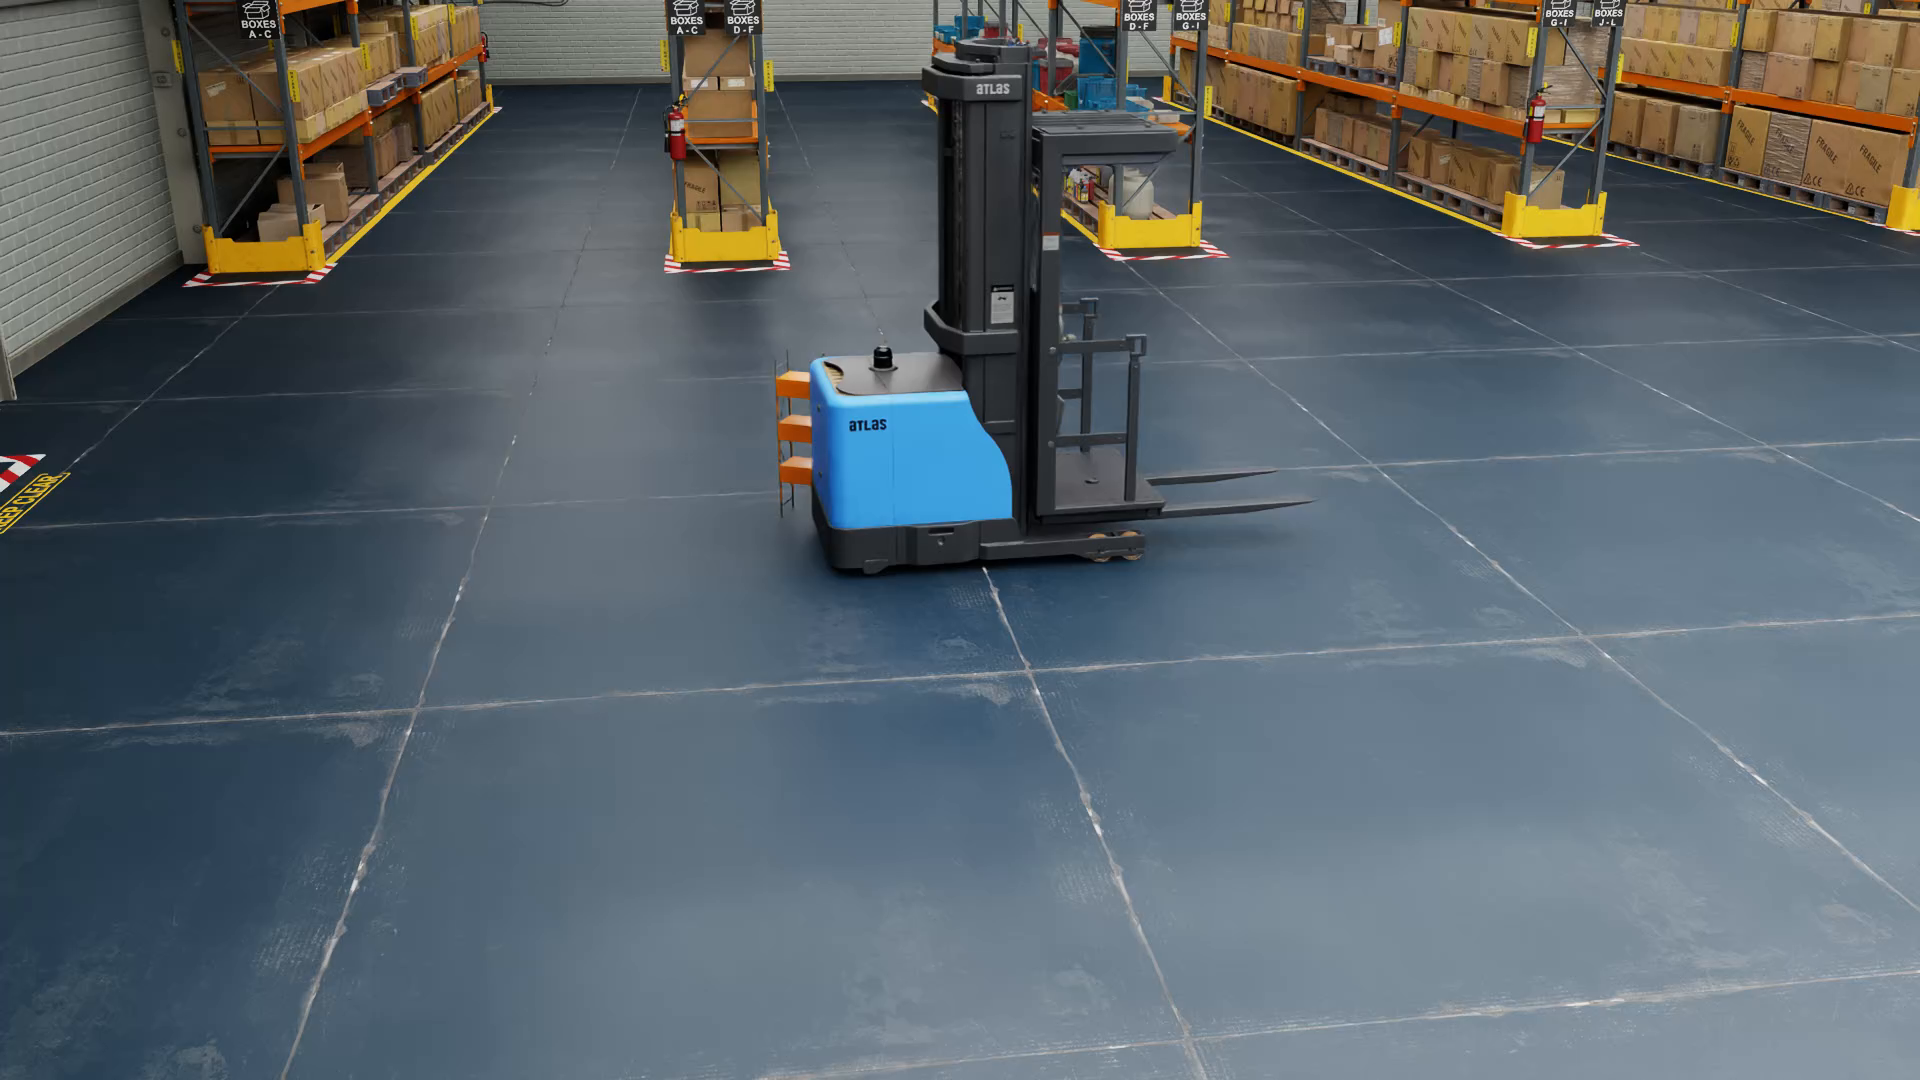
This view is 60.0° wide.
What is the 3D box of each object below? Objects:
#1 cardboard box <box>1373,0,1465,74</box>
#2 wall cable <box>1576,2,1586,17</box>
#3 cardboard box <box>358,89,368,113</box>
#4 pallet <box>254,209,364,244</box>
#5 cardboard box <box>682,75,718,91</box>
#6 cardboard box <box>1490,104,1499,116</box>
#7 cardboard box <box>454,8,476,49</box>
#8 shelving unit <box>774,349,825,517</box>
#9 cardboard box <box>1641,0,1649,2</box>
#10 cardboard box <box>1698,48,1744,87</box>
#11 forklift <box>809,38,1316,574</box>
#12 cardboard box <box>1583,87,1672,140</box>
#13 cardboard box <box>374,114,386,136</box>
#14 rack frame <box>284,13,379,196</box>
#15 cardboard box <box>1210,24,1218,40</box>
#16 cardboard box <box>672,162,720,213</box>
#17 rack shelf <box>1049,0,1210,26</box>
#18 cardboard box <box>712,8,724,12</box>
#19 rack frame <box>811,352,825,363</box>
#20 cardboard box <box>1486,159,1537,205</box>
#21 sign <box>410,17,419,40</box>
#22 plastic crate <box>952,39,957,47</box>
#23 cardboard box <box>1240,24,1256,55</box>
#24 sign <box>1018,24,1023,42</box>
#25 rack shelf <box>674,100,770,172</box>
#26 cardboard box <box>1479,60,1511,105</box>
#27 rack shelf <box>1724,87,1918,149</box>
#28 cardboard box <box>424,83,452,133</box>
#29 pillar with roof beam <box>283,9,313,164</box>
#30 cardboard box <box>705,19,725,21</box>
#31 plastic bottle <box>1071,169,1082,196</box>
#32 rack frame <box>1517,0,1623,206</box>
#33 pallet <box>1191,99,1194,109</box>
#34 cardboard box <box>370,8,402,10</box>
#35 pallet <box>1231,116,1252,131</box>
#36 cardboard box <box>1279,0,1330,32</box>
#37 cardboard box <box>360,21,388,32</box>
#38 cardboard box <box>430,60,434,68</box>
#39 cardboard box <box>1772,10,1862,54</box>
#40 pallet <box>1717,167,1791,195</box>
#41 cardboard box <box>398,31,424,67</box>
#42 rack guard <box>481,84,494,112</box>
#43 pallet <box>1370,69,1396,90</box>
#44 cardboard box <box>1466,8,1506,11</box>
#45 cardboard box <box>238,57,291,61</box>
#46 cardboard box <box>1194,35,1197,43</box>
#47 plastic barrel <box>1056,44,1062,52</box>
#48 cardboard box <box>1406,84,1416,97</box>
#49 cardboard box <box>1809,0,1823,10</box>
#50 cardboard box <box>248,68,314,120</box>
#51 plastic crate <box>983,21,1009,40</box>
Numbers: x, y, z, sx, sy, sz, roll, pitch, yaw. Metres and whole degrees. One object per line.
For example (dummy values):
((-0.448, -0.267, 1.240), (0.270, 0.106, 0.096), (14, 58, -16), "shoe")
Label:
((6.616, -7.230, 23.830), (1.000, 1.000, 1.000), (-3, 21, -7), "cardboard box")
((15.235, -13.627, 40.963), (0.588, 1.984, 0.122), (-3, 21, -8), "wall cable")
((-7.744, -5.511, 20.871), (0.500, 0.250, 0.500), (-3, 21, -8), "cardboard box")
((-7.802, -3.760, 19.983), (1.003, 0.211, 1.213), (-3, 21, -8), "pallet")
((-2.878, -5.060, 18.408), (0.380, 0.149, 0.250), (-3, 21, -9), "cardboard box")
((6.780, -5.314, 20.515), (0.380, 0.149, 0.250), (-3, 21, -8), "cardboard box")
((-9.643, -9.589, 31.173), (0.980, 0.700, 0.700), (-3, 21, -8), "cardboard box")
((-0.994, -0.657, 10.475), (0.252, 1.050, 0.215), (7, 22, 17), "shelving unit")
((14.538, -11.281, 34.561), (0.500, 0.500, 0.500), (-3, 21, -9), "cardboard box")
((11.175, -6.899, 24.259), (0.500, 0.500, 0.500), (-3, 21, -8), "cardboard box")
((0.643, -1.418, 9.824), (3.031, 2.935, 1.130), (-4, 21, -11), "forklift")
((10.937, -6.998, 27.280), (1.050, 0.750, 0.750), (-3, 21, -8), "cardboard box")
((-8.435, -5.867, 23.510), (0.500, 0.250, 0.500), (-3, 21, -8), "cardboard box")
((-8.113, -5.721, 21.246), (1.000, 3.000, 0.127), (-3, 21, -8), "rack frame")
((5.039, -9.628, 31.496), (0.500, 0.250, 0.500), (-2, 21, -6), "cardboard box")
((-3.006, -4.018, 18.944), (0.500, 0.500, 0.500), (-3, 21, -8), "cardboard box")
((1.979, -6.596, 20.331), (1.077, 0.370, 4.000), (-3, 21, -8), "rack shelf")
((-4.154, -9.434, 29.617), (0.500, 0.500, 0.500), (-2, 21, -6), "cardboard box")
((-0.878, -0.643, 10.438), (0.008, 1.050, 0.200), (7, 22, 17), "rack frame")
((6.975, -4.533, 21.039), (0.500, 0.500, 0.500), (2, 21, 6), "cardboard box")
((-8.153, -7.642, 24.847), (0.100, 0.325, 0.005), (-3, 21, -8), "sign")
((0.111, -9.263, 31.039), (0.437, 0.125, 0.590), (-3, 21, -8), "plastic crate")
((5.331, -8.941, 29.725), (0.500, 0.500, 0.500), (-3, 21, -8), "cardboard box")
((1.082, -9.147, 30.024), (0.100, 0.325, 0.005), (-3, 21, -8), "sign")
((-2.923, -4.942, 20.190), (1.077, 0.370, 4.000), (-3, 21, -8), "rack shelf")
((6.926, -5.630, 20.436), (0.875, 0.500, 0.500), (-3, 21, -8), "cardboard box")
((11.803, -5.656, 22.101), (1.077, 0.370, 4.000), (-3, 21, -8), "rack shelf")
((-8.912, -7.154, 27.556), (0.750, 0.750, 0.750), (-2, 21, -6), "cardboard box")
((-5.098, -9.639, 23.164), (9.100, 9.000, 0.400), (-3, 21, -8), "pillar with roof beam")
((-2.924, -5.952, 19.868), (0.700, 0.500, 0.500), (-3, 21, -8), "cardboard box")
((1.512, -4.608, 21.424), (0.144, 0.351, 0.185), (-2, 21, -6), "plastic bottle")
((7.169, -5.085, 19.545), (1.000, 3.000, 0.127), (-3, 21, -8), "rack frame")
((5.228, -8.624, 33.005), (1.003, 0.211, 1.213), (-3, 21, -8), "pallet")
((-9.298, -8.511, 27.048), (0.500, 0.250, 0.500), (-4, 21, -10), "cardboard box")
((5.625, -7.670, 30.451), (1.003, 0.211, 1.213), (-3, 21, -8), "pallet")
((5.835, -8.852, 28.052), (0.797, 0.503, 0.637), (-2, 21, -6), "cardboard box")
((-8.610, -7.545, 24.430), (0.380, 0.149, 0.250), (-6, 21, -15), "cardboard box")
((-8.770, -7.745, 26.996), (0.380, 0.149, 0.250), (-2, 21, -6), "cardboard box")
((11.729, -6.947, 22.773), (0.875, 0.550, 0.550), (-3, 21, -8), "cardboard box")
((11.547, -5.112, 23.601), (1.003, 0.211, 1.213), (-3, 21, -8), "pallet")
((-8.506, -7.482, 25.366), (0.500, 0.500, 0.500), (-2, 21, -6), "cardboard box")
((-9.846, -8.713, 32.830), (1.175, 0.500, 0.348), (-3, 21, -8), "rack guard")
((6.626, -6.652, 24.014), (1.003, 0.211, 1.213), (-3, 21, -8), "pallet")
((7.003, -6.810, 22.165), (0.500, 0.500, 0.500), (-3, 21, -8), "cardboard box")
((-8.028, -5.307, 19.251), (0.500, 0.500, 0.500), (-3, 21, -7), "cardboard box")
((4.810, -9.835, 32.621), (0.380, 0.149, 0.250), (-3, 21, -9), "cardboard box")
((1.535, -7.166, 24.957), (0.421, 0.512, 0.421), (0, 20, 0), "plastic barrel")
((6.349, -6.176, 22.823), (0.380, 0.149, 0.250), (-3, 21, -8), "cardboard box")
((15.342, -9.386, 29.486), (0.500, 0.500, 0.500), (-3, 21, -8), "cardboard box")
((-7.307, -4.807, 17.913), (0.500, 0.500, 0.500), (-3, 21, -8), "cardboard box")
((0.657, -9.370, 30.840), (0.402, 0.464, 0.583), (-3, 21, -8), "plastic crate")
